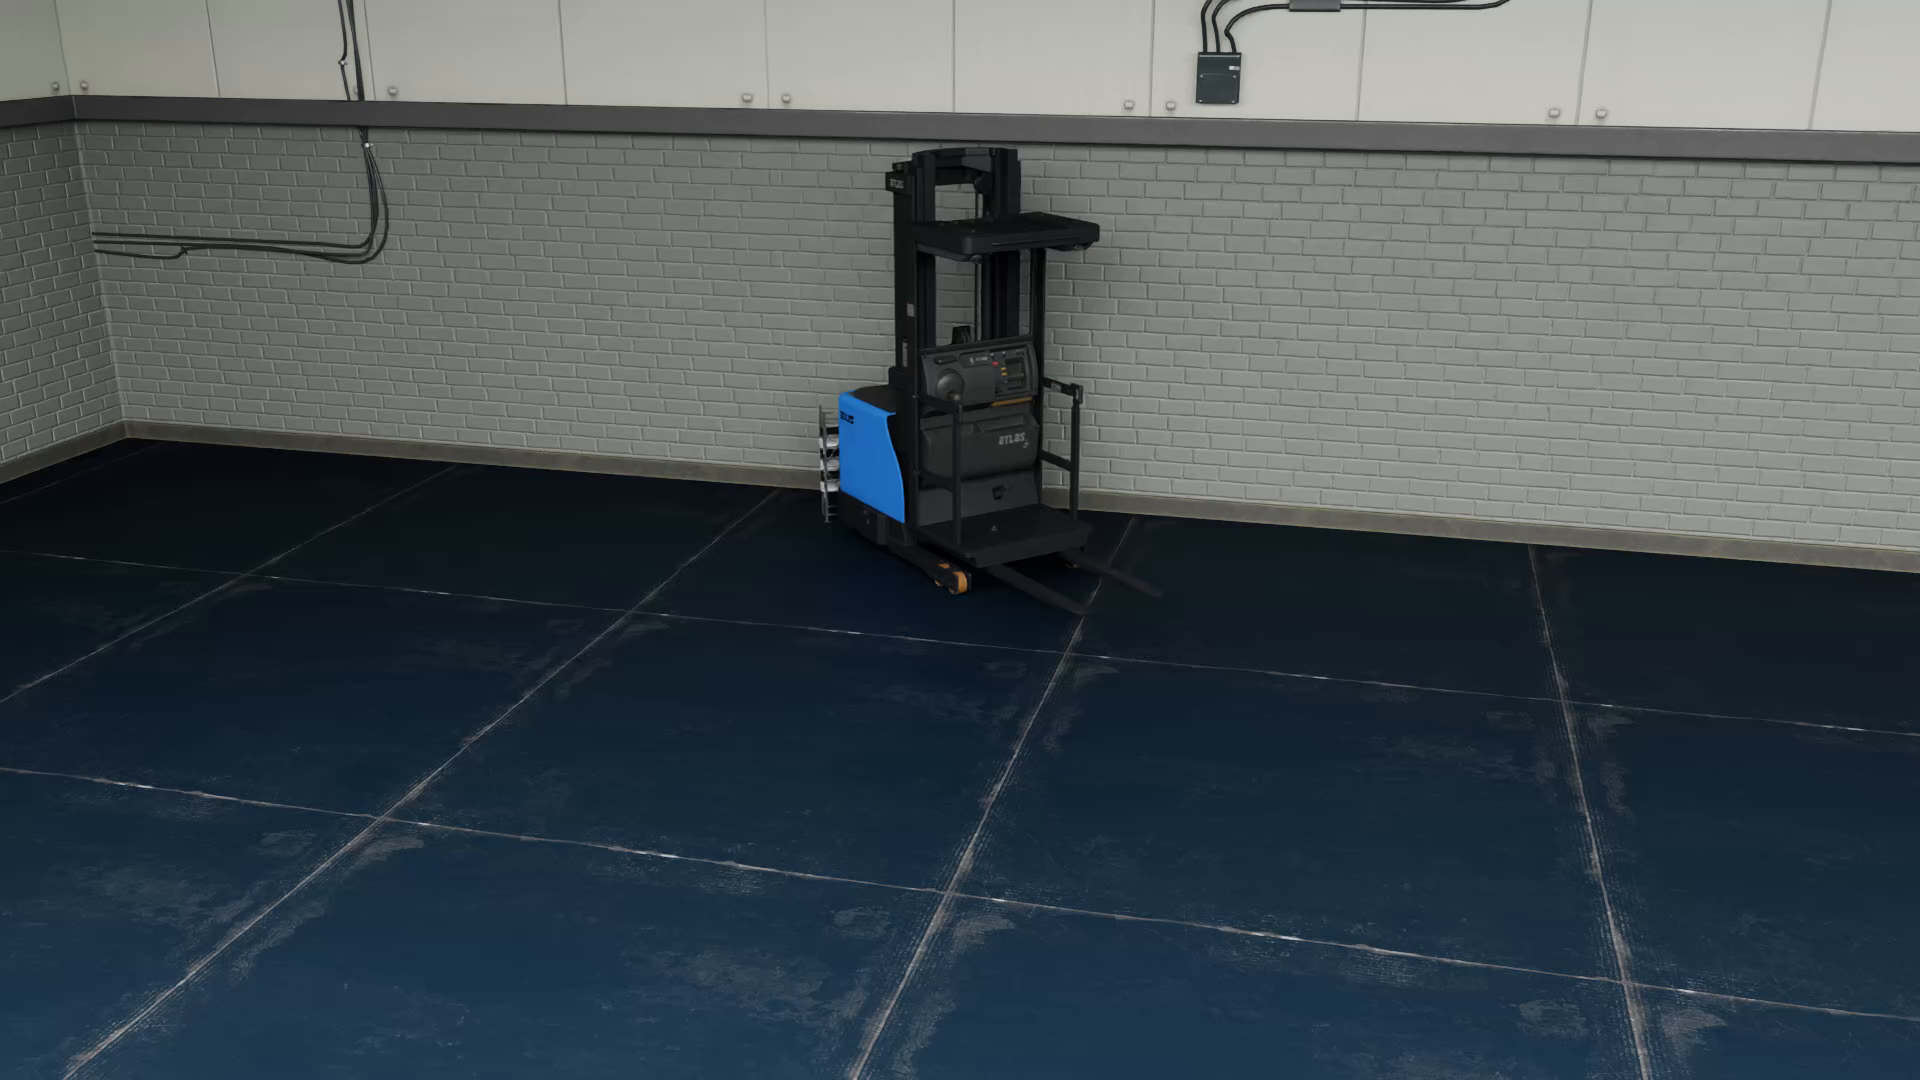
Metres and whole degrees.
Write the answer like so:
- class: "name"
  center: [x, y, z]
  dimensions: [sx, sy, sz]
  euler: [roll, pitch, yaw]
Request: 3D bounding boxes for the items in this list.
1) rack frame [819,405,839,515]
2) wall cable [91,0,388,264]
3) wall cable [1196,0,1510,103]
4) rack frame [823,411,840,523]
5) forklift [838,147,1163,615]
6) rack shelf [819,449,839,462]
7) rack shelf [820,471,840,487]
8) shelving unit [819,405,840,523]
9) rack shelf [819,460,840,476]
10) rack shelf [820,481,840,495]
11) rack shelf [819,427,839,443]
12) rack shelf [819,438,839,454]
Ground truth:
- class: "rack frame"
  center: [-0.985, -0.636, 13.158]
  dimensions: [0.240, 0.900, 0.006]
  euler: [-4, 19, -12]
- class: "wall cable"
  center: [-6.359, -3.622, 14.174]
  dimensions: [3.097, 2.526, 0.112]
  euler: [5, 19, 13]
- class: "wall cable"
  center: [2.843, -5.946, 10.913]
  dimensions: [2.305, 6.003, 0.169]
  euler: [5, 19, 13]
- class: "rack frame"
  center: [-0.939, -0.572, 12.971]
  dimensions: [0.240, 0.900, 0.006]
  euler: [-4, 19, -12]
- class: "forklift"
  center: [0.258, -1.177, 11.600]
  dimensions: [1.130, 2.935, 3.031]
  euler: [-11, 22, -30]
- class: "rack shelf"
  center: [-0.962, -0.658, 13.046]
  dimensions: [0.258, 0.077, 0.200]
  euler: [-4, 19, -12]
- class: "rack shelf"
  center: [-0.962, -0.488, 13.104]
  dimensions: [0.258, 0.077, 0.200]
  euler: [-4, 19, -12]
- class: "shelving unit"
  center: [-0.962, -0.604, 13.064]
  dimensions: [0.258, 0.900, 0.210]
  euler: [-4, 19, -12]
- class: "rack shelf"
  center: [-0.962, -0.573, 13.075]
  dimensions: [0.258, 0.077, 0.200]
  euler: [-4, 19, -12]
- class: "rack shelf"
  center: [-0.962, -0.402, 13.133]
  dimensions: [0.258, 0.077, 0.200]
  euler: [-4, 19, -12]
- class: "rack shelf"
  center: [-0.962, -0.828, 12.988]
  dimensions: [0.258, 0.077, 0.200]
  euler: [-4, 19, -12]
- class: "rack shelf"
  center: [-0.962, -0.743, 13.017]
  dimensions: [0.258, 0.077, 0.200]
  euler: [-4, 19, -12]
